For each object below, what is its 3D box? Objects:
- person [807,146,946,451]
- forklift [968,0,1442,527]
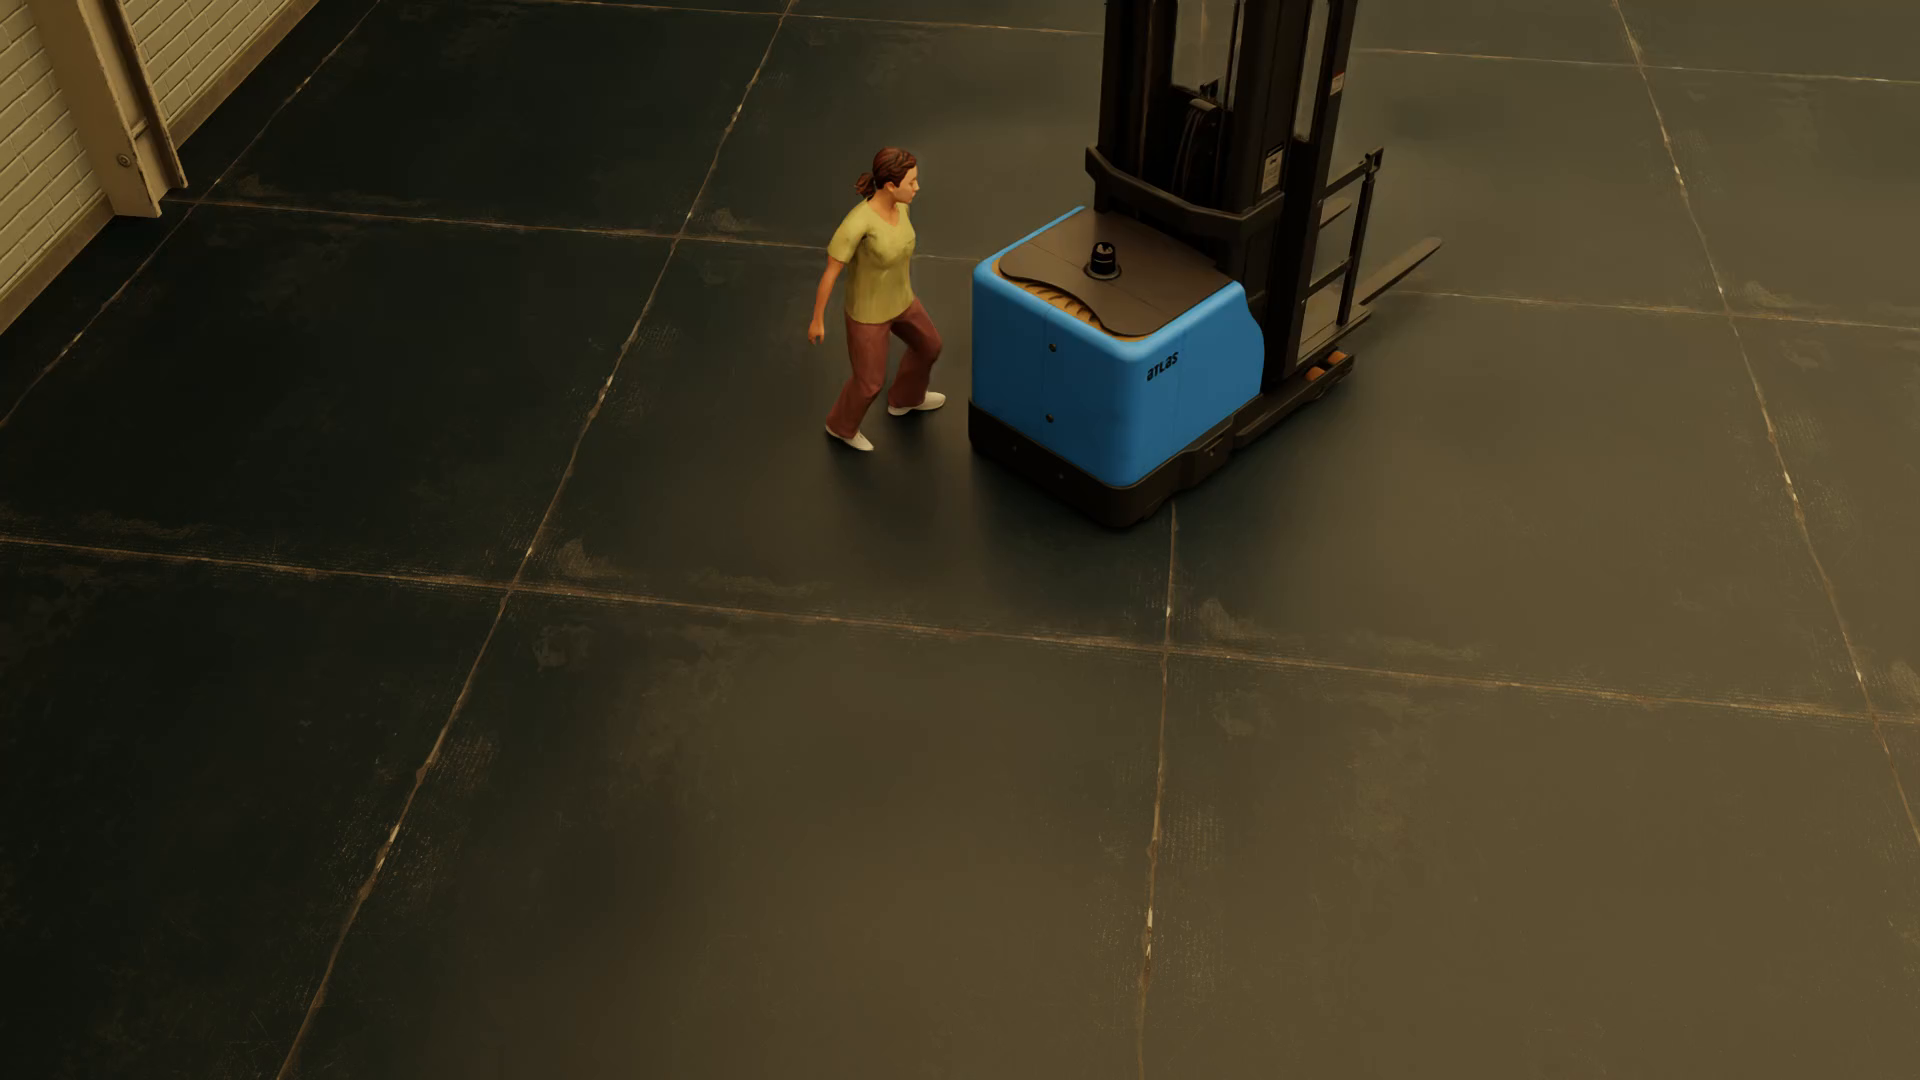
[{"bbox_3d":[-0.417,-1.134,7.961,0.443,1.648,0.814,29,50,28],"label":"person"},{"bbox_3d":[1.432,-2.036,7.941,1.130,2.935,3.031,34,52,31],"label":"forklift"}]
